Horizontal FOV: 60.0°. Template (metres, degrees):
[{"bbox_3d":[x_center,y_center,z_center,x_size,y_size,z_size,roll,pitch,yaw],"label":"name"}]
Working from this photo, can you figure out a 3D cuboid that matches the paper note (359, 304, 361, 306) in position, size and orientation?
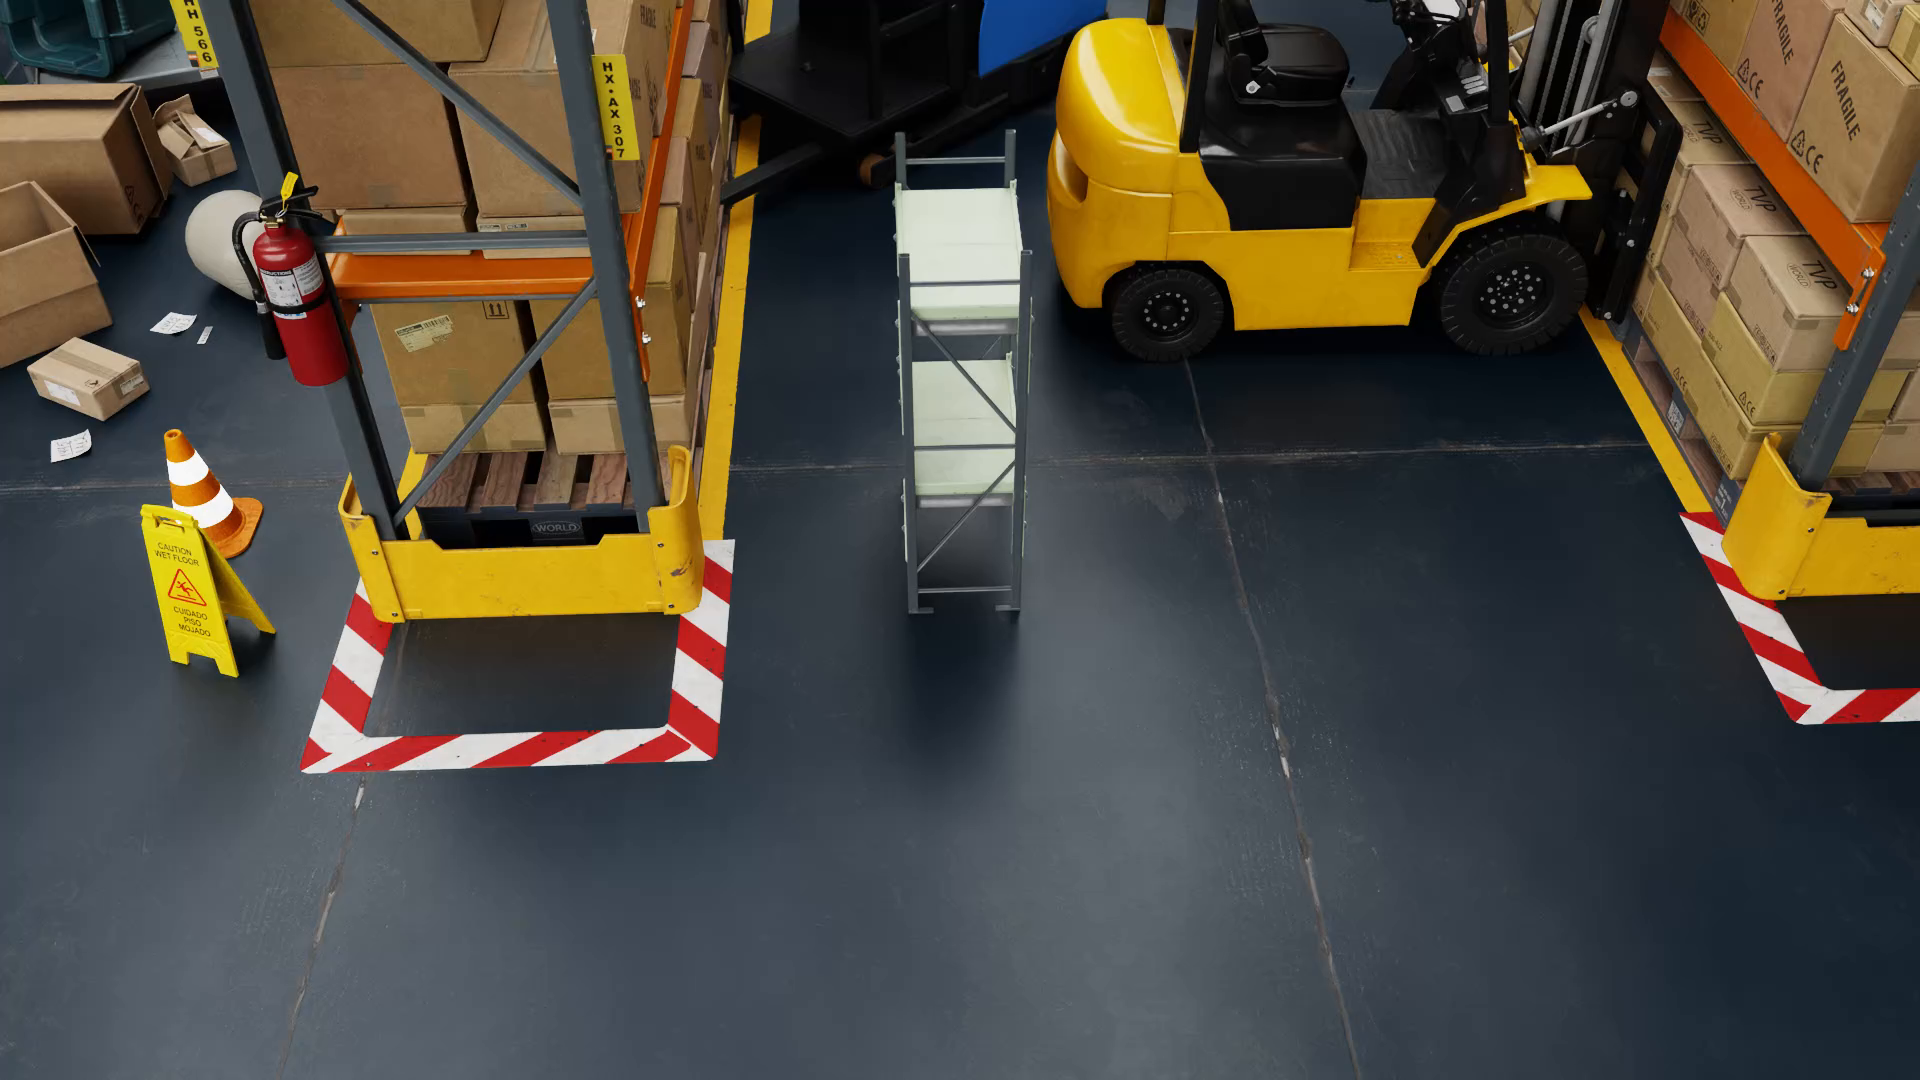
[{"bbox_3d":[-2.738,-1.054,7.377,0.142,0.019,0.148,-16,45,-16],"label":"paper note"}]

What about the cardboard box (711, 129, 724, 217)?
[{"bbox_3d":[-1.350,-1.639,7.542,0.500,0.250,0.500,-1,43,-1],"label":"cardboard box"}]

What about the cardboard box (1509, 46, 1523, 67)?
[{"bbox_3d":[2.993,-2.199,8.154,0.500,0.250,0.500,-3,43,-3],"label":"cardboard box"}]

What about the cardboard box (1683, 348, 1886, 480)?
[{"bbox_3d":[3.100,-0.486,6.284,0.500,0.250,0.500,-1,43,-1],"label":"cardboard box"}]

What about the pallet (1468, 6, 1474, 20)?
[{"bbox_3d":[3.196,-3.205,9.590,1.003,0.211,1.213,-2,43,-2],"label":"pallet"}]

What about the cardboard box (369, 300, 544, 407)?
[{"bbox_3d":[-1.818,-0.842,6.118,0.500,0.500,0.500,-1,43,-2],"label":"cardboard box"}]

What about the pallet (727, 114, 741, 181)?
[{"bbox_3d":[-1.629,-2.111,8.397,1.003,0.211,1.213,-2,43,-2],"label":"pallet"}]

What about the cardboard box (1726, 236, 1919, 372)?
[{"bbox_3d":[3.105,-0.848,5.939,0.500,0.250,0.500,0,43,0],"label":"cardboard box"}]

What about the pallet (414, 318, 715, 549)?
[{"bbox_3d":[-1.525,-0.464,6.600,1.003,0.211,1.213,-2,43,-2],"label":"pallet"}]

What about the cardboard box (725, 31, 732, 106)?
[{"bbox_3d":[-1.399,-2.342,8.309,0.500,0.250,0.500,0,43,0],"label":"cardboard box"}]

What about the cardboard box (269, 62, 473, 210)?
[{"bbox_3d":[-1.821,-1.396,5.259,0.500,0.500,0.500,-2,43,-3],"label":"cardboard box"}]

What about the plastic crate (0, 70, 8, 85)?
[{"bbox_3d":[-5.318,-2.286,8.563,0.450,0.188,0.662,12,43,27],"label":"plastic crate"}]

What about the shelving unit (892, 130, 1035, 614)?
[{"bbox_3d":[0.000,-0.548,5.738,0.431,1.500,0.755,-2,43,-2],"label":"shelving unit"}]

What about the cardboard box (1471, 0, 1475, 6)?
[{"bbox_3d":[3.233,-3.368,9.151,0.875,0.625,0.625,0,43,0],"label":"cardboard box"}]

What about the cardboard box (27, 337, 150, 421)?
[{"bbox_3d":[-3.597,-0.667,6.867,0.380,0.149,0.250,19,46,20],"label":"cardboard box"}]

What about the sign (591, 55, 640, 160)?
[{"bbox_3d":[-0.981,-1.226,4.727,0.100,0.325,0.005,-2,43,-2],"label":"sign"}]

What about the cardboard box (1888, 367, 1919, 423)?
[{"bbox_3d":[3.624,-0.685,6.132,0.500,0.250,0.500,-1,43,-1],"label":"cardboard box"}]

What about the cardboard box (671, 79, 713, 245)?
[{"bbox_3d":[-1.322,-1.569,6.911,0.500,0.500,0.500,-1,43,-1],"label":"cardboard box"}]

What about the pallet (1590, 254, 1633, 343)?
[{"bbox_3d":[3.313,-1.345,7.561,1.003,0.211,1.213,-2,43,-2],"label":"pallet"}]

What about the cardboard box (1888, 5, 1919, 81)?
[{"bbox_3d":[3.141,-1.538,5.154,0.380,0.149,0.250,-1,43,-1],"label":"cardboard box"}]

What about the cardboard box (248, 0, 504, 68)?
[{"bbox_3d":[-1.763,-1.745,4.900,0.700,0.500,0.500,-3,43,-3],"label":"cardboard box"}]

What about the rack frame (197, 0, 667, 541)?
[{"bbox_3d":[-1.523,-0.891,5.003,1.000,3.000,0.127,-2,43,-2],"label":"rack frame"}]

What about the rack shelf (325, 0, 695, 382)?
[{"bbox_3d":[-1.608,-1.976,6.719,1.077,0.370,4.000,-2,43,-2],"label":"rack shelf"}]

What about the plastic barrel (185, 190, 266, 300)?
[{"bbox_3d":[-3.123,-1.293,7.347,0.512,0.421,0.421,27,49,27],"label":"plastic barrel"}]

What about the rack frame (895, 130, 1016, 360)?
[{"bbox_3d":[-0.015,-0.795,6.008,0.400,1.500,0.023,-2,43,-2],"label":"rack frame"}]

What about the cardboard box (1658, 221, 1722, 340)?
[{"bbox_3d":[3.093,-1.020,6.497,0.500,0.250,0.500,-2,43,-2],"label":"cardboard box"}]

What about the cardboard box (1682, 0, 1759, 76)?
[{"bbox_3d":[3.118,-2.094,6.241,0.500,0.500,0.500,-2,43,-3],"label":"cardboard box"}]

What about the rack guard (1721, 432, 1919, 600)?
[{"bbox_3d":[3.437,-0.099,5.988,1.175,0.500,0.348,-2,43,-2],"label":"rack guard"}]

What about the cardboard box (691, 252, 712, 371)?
[{"bbox_3d":[-1.295,-0.930,6.769,0.500,0.250,0.500,0,43,0],"label":"cardboard box"}]

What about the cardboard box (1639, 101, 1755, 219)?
[{"bbox_3d":[3.046,-1.533,6.687,0.500,0.250,0.500,-1,43,-1],"label":"cardboard box"}]

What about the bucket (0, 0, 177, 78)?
[{"bbox_3d":[-4.325,-2.709,8.284,0.726,0.611,0.620,12,34,13],"label":"bucket"}]

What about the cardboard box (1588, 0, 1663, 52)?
[{"bbox_3d":[3.018,-2.230,7.447,0.500,0.250,0.500,0,43,0],"label":"cardboard box"}]

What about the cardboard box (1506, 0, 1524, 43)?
[{"bbox_3d":[2.978,-2.727,8.359,0.500,0.250,0.500,-2,43,-2],"label":"cardboard box"}]

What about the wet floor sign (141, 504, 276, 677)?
[{"bbox_3d":[-2.584,0.135,5.625,0.267,0.644,0.232,12,44,13],"label":"wet floor sign"}]

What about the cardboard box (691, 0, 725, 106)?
[{"bbox_3d":[-1.376,-2.274,7.681,0.500,0.500,0.500,-1,43,-1],"label":"cardboard box"}]

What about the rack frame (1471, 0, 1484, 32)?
[{"bbox_3d":[3.266,-3.737,8.107,1.000,3.000,0.127,-2,43,-2],"label":"rack frame"}]

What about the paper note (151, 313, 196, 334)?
[{"bbox_3d":[-3.438,-0.951,7.274,0.148,0.019,0.142,12,44,13],"label":"paper note"}]

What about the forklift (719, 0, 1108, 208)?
[{"bbox_3d":[-0.581,-3.183,7.554,1.130,2.935,3.031,32,51,30],"label":"forklift"}]

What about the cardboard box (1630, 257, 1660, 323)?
[{"bbox_3d":[3.077,-1.160,7.019,0.500,0.250,0.500,-1,43,-1],"label":"cardboard box"}]

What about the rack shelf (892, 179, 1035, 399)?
[{"bbox_3d":[0.000,-0.836,5.475,0.431,0.370,0.720,-2,43,-2],"label":"rack shelf"}]

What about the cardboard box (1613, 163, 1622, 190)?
[{"bbox_3d":[3.032,-1.706,7.246,0.500,0.250,0.500,-2,43,-2],"label":"cardboard box"}]

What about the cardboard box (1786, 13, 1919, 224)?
[{"bbox_3d":[3.153,-1.398,5.481,0.500,0.500,0.500,-3,43,-3],"label":"cardboard box"}]

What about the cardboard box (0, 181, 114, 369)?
[{"bbox_3d":[-4.127,-1.084,7.060,0.797,0.503,0.637,-32,51,-30],"label":"cardboard box"}]

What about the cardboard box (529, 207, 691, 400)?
[{"bbox_3d":[-1.283,-0.878,6.157,0.500,0.500,0.500,-3,43,-3],"label":"cardboard box"}]

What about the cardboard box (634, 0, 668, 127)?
[{"bbox_3d":[-1.291,-1.715,5.607,0.500,0.500,0.500,0,43,0],"label":"cardboard box"}]

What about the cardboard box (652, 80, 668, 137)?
[{"bbox_3d":[-1.251,-1.558,5.916,0.380,0.149,0.250,-1,43,-1],"label":"cardboard box"}]

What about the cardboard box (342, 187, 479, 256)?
[{"bbox_3d":[-1.753,-1.045,5.356,0.380,0.149,0.250,0,43,0],"label":"cardboard box"}]
